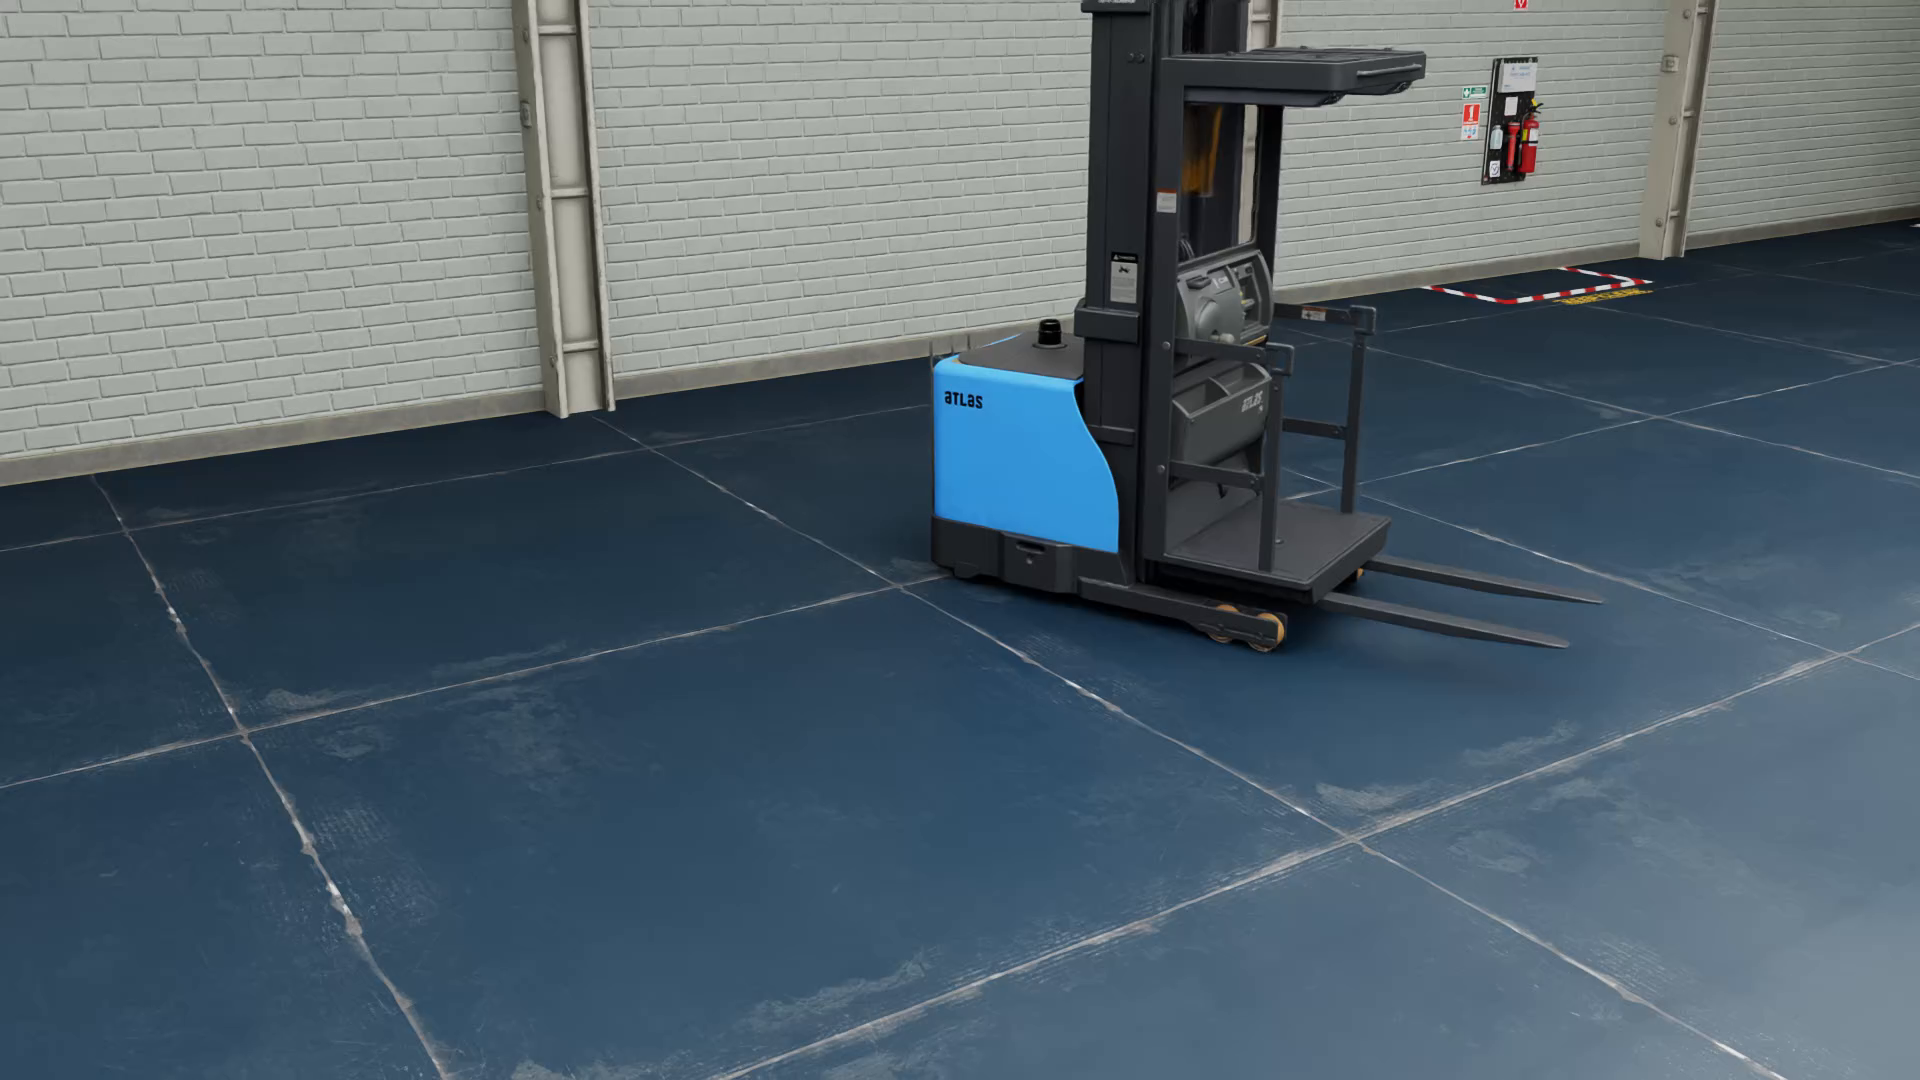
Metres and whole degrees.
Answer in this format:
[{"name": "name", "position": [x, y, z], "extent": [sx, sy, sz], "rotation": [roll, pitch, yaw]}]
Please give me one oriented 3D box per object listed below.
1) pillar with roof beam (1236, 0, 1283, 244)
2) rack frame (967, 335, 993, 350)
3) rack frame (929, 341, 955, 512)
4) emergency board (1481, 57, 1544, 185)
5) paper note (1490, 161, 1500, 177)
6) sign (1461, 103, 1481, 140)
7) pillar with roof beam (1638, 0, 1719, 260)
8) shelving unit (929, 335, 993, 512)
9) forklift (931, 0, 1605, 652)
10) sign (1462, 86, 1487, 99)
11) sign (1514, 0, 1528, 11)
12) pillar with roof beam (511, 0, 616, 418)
[{"name": "pillar with roof beam", "position": [4.778, -5.061, 9.663], "extent": [0.400, 9.000, 9.100], "rotation": [-12, 22, -31]}, {"name": "rack frame", "position": [0.102, -0.536, 8.690], "extent": [0.008, 1.050, 0.200], "rotation": [-14, 23, -36]}, {"name": "rack frame", "position": [-0.089, -0.487, 8.546], "extent": [0.008, 1.050, 0.200], "rotation": [-14, 23, -36]}, {"name": "emergency board", "position": [5.337, -4.002, 15.899], "extent": [0.643, 1.169, 0.194], "rotation": [-12, 22, -31]}, {"name": "paper note", "position": [5.151, -3.572, 16.002], "extent": [0.142, 0.148, 0.016], "rotation": [-12, 22, -31]}, {"name": "sign", "position": [4.818, -3.949, 15.687], "extent": [0.234, 0.329, 0.001], "rotation": [-12, 22, -31]}, {"name": "pillar with roof beam", "position": [9.789, -6.118, 12.789], "extent": [0.400, 9.000, 9.100], "rotation": [-12, 22, -31]}, {"name": "shelving unit", "position": [0.007, -0.512, 8.618], "extent": [0.252, 1.050, 0.215], "rotation": [-14, 23, -36]}, {"name": "forklift", "position": [1.374, -1.093, 7.400], "extent": [3.031, 2.935, 1.130], "rotation": [12, 22, 31]}, {"name": "sign", "position": [4.827, -4.199, 15.597], "extent": [0.331, 0.109, 0.001], "rotation": [-12, 22, -31]}, {"name": "sign", "position": [5.275, -5.125, 15.602], "extent": [0.199, 0.298, 0.001], "rotation": [-12, 22, -31]}, {"name": "pillar with roof beam", "position": [-0.233, -4.004, 6.537], "extent": [0.400, 9.000, 9.100], "rotation": [-12, 22, -31]}]
